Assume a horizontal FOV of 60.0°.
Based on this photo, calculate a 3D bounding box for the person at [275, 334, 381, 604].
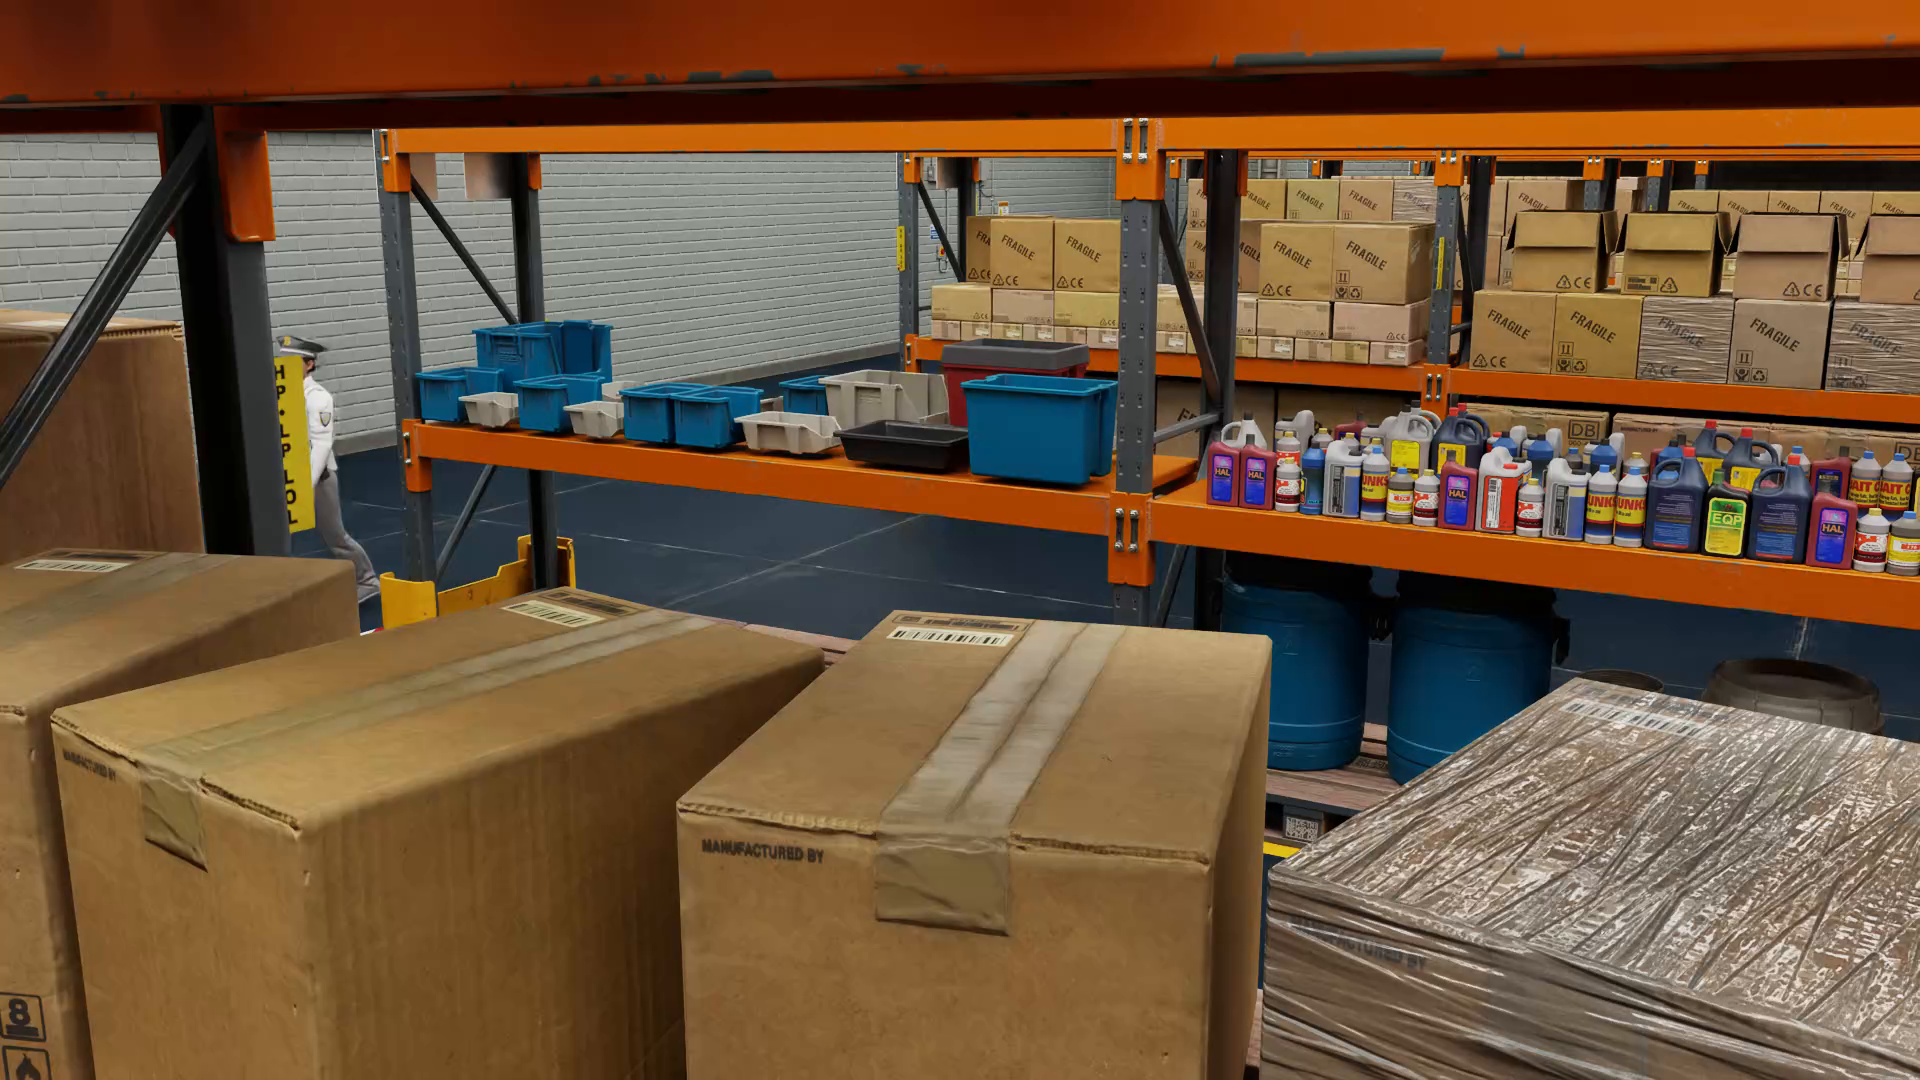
[{"bbox_3d":[-3.769,-0.355,9.458,0.527,1.628,0.968,8,15,33],"label":"person"}]
